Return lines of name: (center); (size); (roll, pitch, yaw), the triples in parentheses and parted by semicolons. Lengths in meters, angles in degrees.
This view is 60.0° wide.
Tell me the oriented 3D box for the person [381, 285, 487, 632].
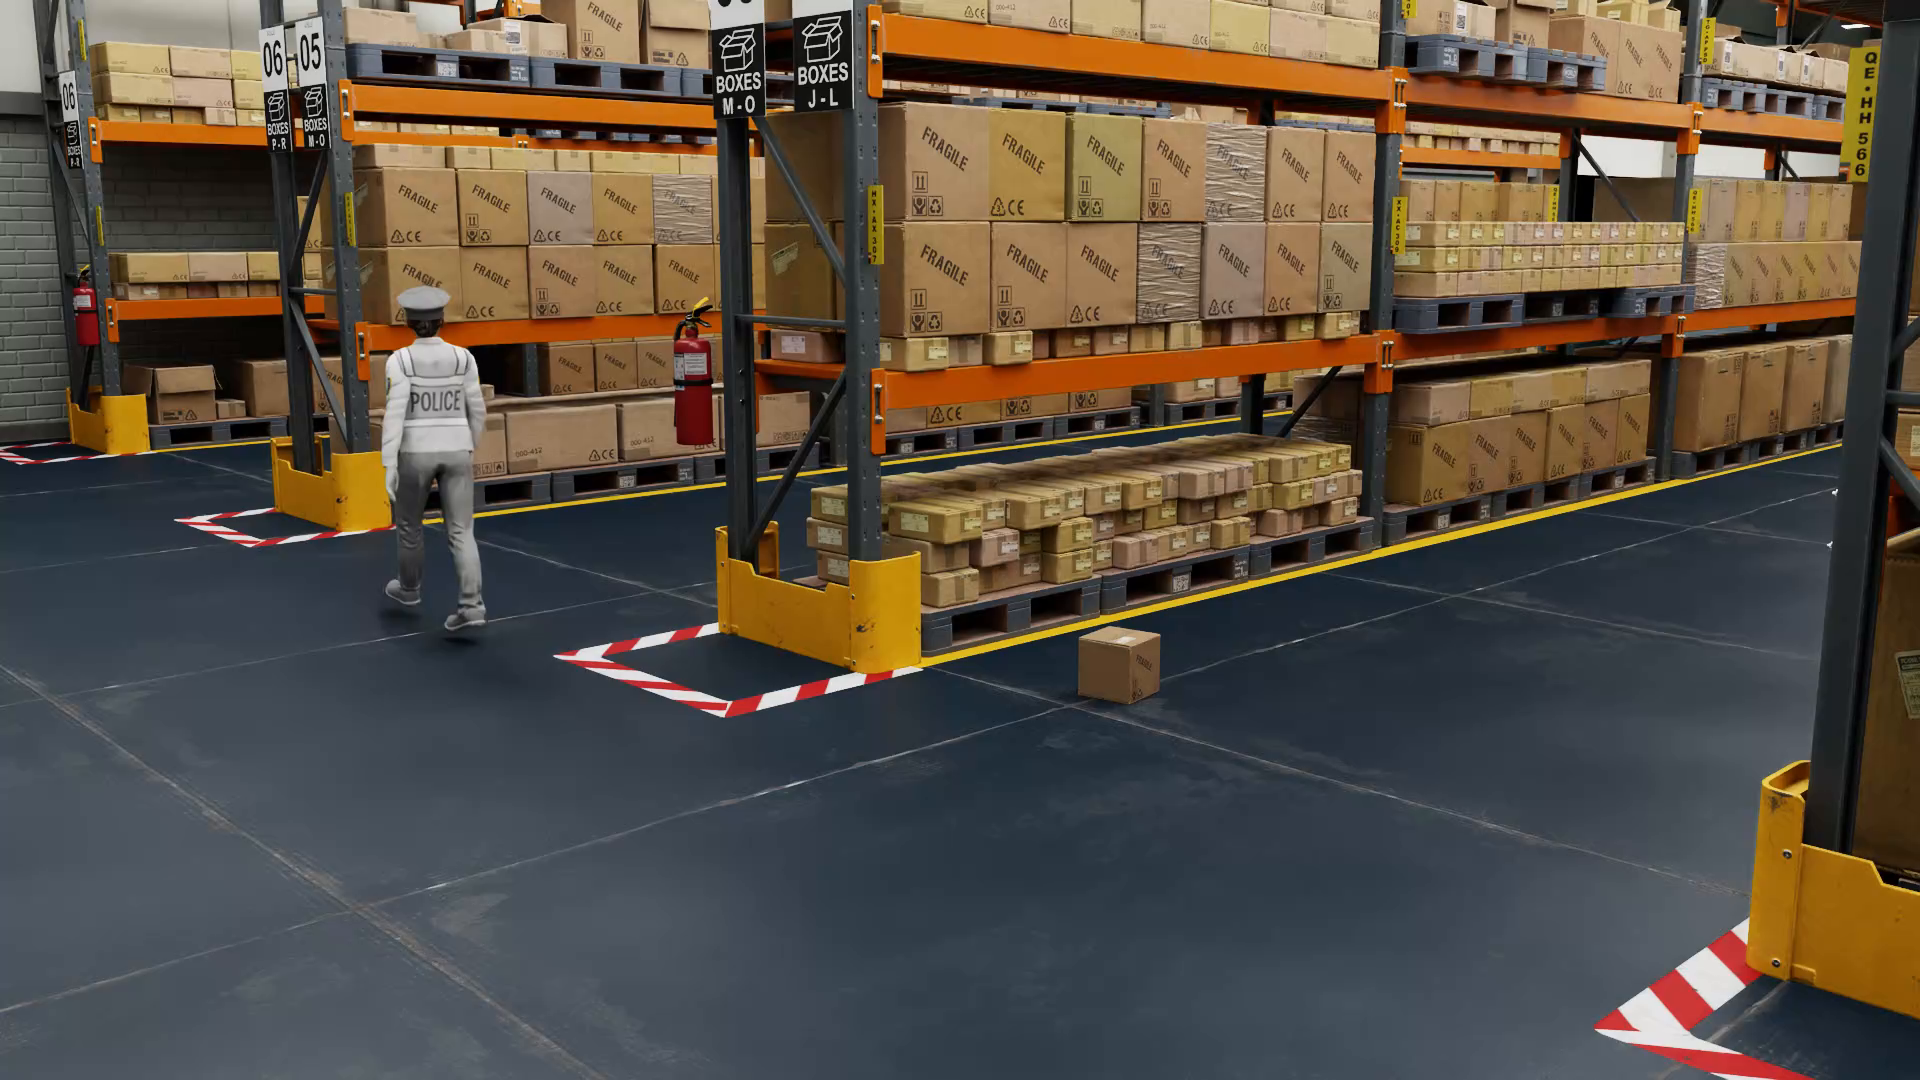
person: (-2.547, -0.417, 8.042); (0.531, 1.609, 1.070); (-5, 12, -26)
